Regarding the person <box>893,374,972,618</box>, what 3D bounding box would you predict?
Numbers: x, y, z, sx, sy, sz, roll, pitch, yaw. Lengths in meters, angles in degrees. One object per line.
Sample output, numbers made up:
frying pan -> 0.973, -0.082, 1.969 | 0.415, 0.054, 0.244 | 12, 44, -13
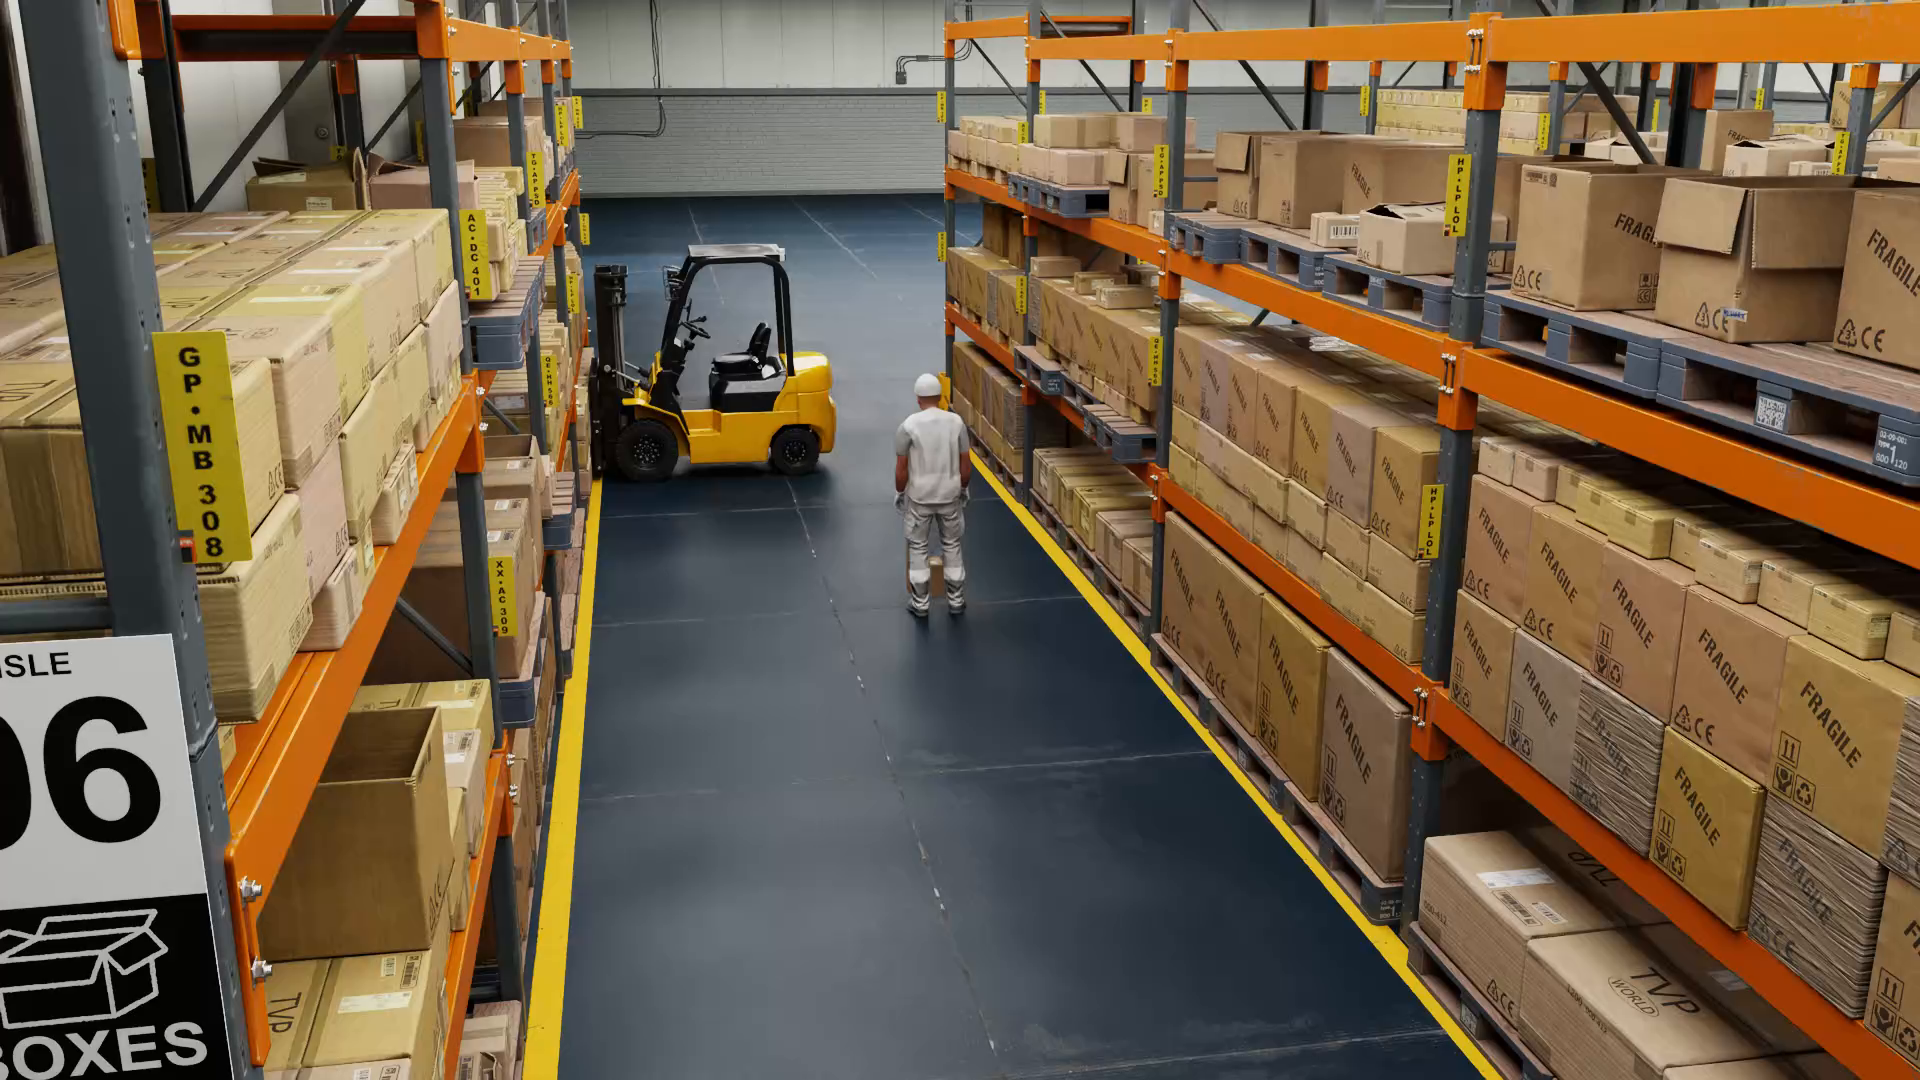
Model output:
person -> -0.198, -0.320, 12.106 | 0.574, 1.781, 0.438 | -4, 17, -12
